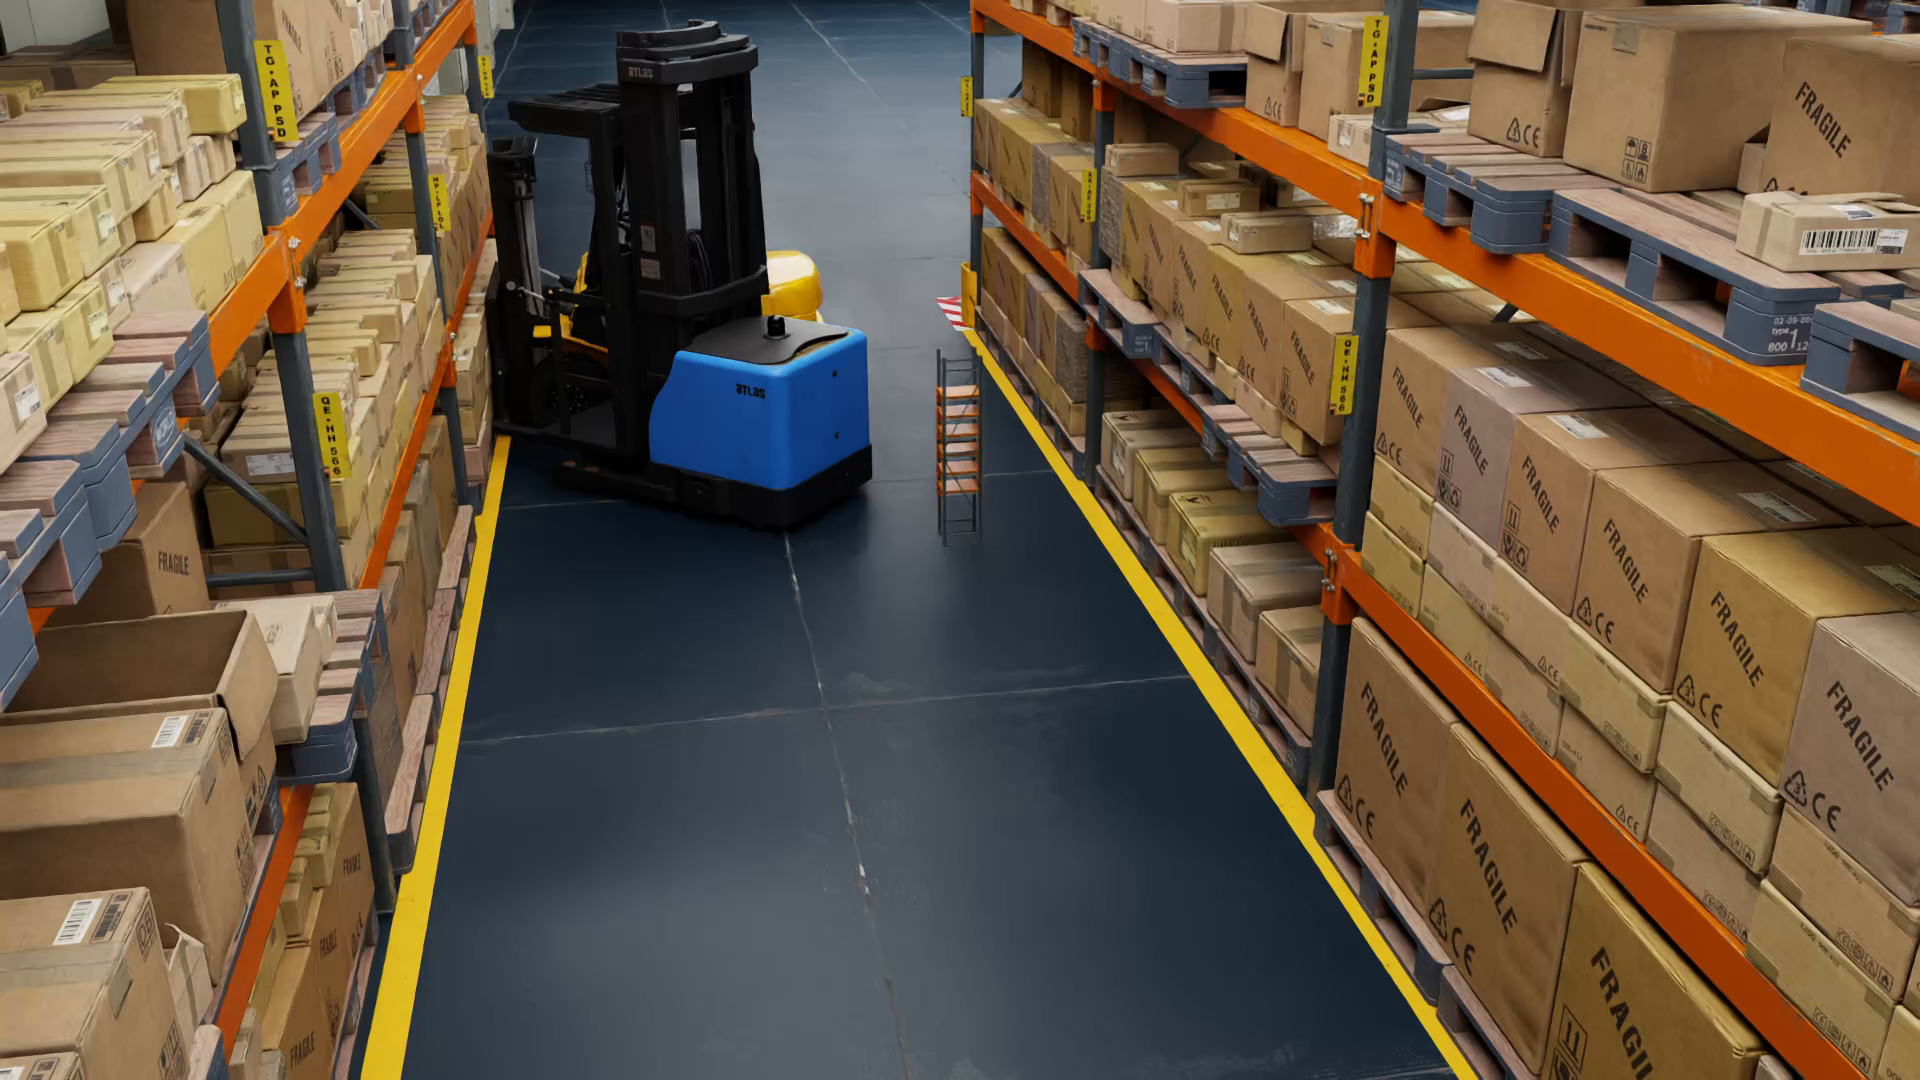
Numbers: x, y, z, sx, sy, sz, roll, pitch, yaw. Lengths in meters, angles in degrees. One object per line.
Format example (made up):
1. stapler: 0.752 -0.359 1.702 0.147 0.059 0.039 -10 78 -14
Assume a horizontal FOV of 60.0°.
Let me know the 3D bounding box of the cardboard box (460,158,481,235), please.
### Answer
1. cardboard box: -3.753 -2.450 11.987 0.500 0.500 0.500 -5 24 -11

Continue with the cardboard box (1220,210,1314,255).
1. cardboard box: 1.493 -1.501 8.108 0.380 0.149 0.250 -5 24 -12

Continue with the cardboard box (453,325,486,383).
1. cardboard box: -3.410 -1.217 10.951 0.500 0.250 0.500 -4 24 -10

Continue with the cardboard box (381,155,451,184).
1. cardboard box: -3.452 -2.343 10.559 0.380 0.149 0.250 -4 24 -9

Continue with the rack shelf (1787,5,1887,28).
1. rack shelf: 5.809 -4.018 12.852 1.077 0.370 4.000 -4 24 -10

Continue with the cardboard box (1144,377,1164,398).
1. cardboard box: 1.489 -1.308 11.471 0.500 0.500 0.500 -3 24 -7

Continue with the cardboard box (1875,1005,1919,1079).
1. cardboard box: 2.481 1.278 3.764 0.500 0.250 0.500 -5 24 -11

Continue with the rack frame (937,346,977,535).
1. rack frame: -0.020 -0.592 10.105 0.240 1.200 0.006 -4 24 -10

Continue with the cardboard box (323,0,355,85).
1. cardboard box: -2.888 -2.200 7.017 0.500 0.500 0.500 -4 24 -8

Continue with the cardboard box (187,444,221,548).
1. cardboard box: -3.161 -0.154 6.418 0.500 0.250 0.500 -4 24 -9

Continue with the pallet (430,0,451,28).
1. pallet: -3.950 -3.558 11.011 1.003 0.211 1.213 -4 24 -10

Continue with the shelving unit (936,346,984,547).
1. shelving unit: -0.003 -0.556 10.023 0.258 1.200 0.189 -4 24 -10

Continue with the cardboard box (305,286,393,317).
1. cardboard box: -2.998 -1.136 8.168 0.380 0.149 0.250 -4 24 -9

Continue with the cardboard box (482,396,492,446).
1. cardboard box: -3.418 -0.757 11.146 0.500 0.250 0.500 -5 24 -11

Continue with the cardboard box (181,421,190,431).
1. cardboard box: -3.222 -0.389 6.457 0.380 0.149 0.250 -4 24 -8

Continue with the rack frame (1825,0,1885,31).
1. rack frame: 6.179 -2.186 11.508 1.000 3.000 0.127 -4 24 -10

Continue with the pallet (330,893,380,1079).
1. pallet: -2.704 1.737 6.010 1.003 0.211 1.213 -4 24 -10

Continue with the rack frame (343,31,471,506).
1. rack frame: -3.545 -1.411 9.733 1.000 3.000 0.127 -4 24 -10

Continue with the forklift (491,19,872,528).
1. forklift: -2.115 -1.831 10.781 3.031 2.935 1.130 13 27 27

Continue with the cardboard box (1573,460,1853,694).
1. cardboard box: 2.195 0.099 4.901 0.500 0.500 0.500 -4 24 -9

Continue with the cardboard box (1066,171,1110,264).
1. cardboard box: 1.006 -2.119 10.856 0.500 0.500 0.500 -5 24 -11

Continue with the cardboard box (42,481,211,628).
1. cardboard box: -2.863 0.138 5.537 0.500 0.500 0.500 -3 24 -7

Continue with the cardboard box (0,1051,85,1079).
1. cardboard box: -1.935 1.290 2.898 0.700 0.500 0.500 -4 24 -8

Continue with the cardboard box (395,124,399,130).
1. cardboard box: -4.354 -3.108 12.311 0.380 0.149 0.250 -4 24 -9

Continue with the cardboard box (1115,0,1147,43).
1. cardboard box: 1.142 -2.819 8.873 0.500 0.250 0.500 -5 24 -10

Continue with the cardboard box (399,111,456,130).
1. cardboard box: -3.887 -3.040 12.155 0.380 0.149 0.250 -4 24 -9

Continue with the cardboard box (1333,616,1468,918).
1. cardboard box: 2.119 0.852 6.680 0.875 0.875 0.875 -5 24 -10

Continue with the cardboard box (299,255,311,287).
1. cardboard box: -3.647 -1.392 8.755 0.380 0.149 0.250 -4 24 -10

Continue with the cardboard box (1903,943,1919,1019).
1. cardboard box: 2.492 1.051 3.659 0.500 0.250 0.500 -4 24 -10

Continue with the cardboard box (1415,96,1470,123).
1. cardboard box: 2.134 -1.757 6.944 0.396 0.266 0.258 -4 24 -10

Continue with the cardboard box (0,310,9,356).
1. cardboard box: -1.888 -0.350 2.849 0.380 0.149 0.250 -5 24 -11

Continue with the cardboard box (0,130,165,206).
1. cardboard box: -2.260 -0.938 4.220 0.380 0.149 0.250 -5 24 -11

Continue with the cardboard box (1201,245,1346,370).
1. cardboard box: 1.514 -1.140 8.092 0.500 0.500 0.500 -6 24 -13

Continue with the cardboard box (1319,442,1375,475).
1. cardboard box: 1.781 -0.395 7.197 0.380 0.149 0.250 -3 24 -8

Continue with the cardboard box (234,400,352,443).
1. cardboard box: -2.625 -0.433 6.558 0.380 0.149 0.250 -4 24 -9

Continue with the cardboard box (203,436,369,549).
1. cardboard box: -2.622 -0.193 6.506 0.500 0.250 0.500 -4 24 -10

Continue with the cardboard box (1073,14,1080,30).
1. cardboard box: 0.943 -3.346 10.729 0.380 0.149 0.250 -4 24 -9

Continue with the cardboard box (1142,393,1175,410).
1. cardboard box: 1.489 -0.964 11.621 0.500 0.250 0.500 -5 24 -12

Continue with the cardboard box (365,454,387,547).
1. cardboard box: -2.735 -0.160 7.056 0.500 0.250 0.500 -5 24 -11

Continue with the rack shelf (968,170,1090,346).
1. rack shelf: 0.963 -2.237 12.523 1.077 0.370 4.000 -4 24 -10

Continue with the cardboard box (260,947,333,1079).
1. cardboard box: -2.334 1.669 5.279 0.500 0.500 0.500 -3 24 -7

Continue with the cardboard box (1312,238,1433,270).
1. cardboard box: 2.009 -1.188 8.202 0.500 0.500 0.500 -4 24 -9

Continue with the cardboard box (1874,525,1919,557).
1. cardboard box: 2.802 0.273 4.503 0.500 0.500 0.500 -5 24 -11

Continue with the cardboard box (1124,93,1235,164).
1. cardboard box: 1.465 -2.609 10.731 0.700 0.500 0.500 -5 24 -10

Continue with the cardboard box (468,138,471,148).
1. cardboard box: -3.881 -3.007 12.452 0.380 0.149 0.250 -4 24 -9

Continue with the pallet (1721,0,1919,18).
1. pallet: 6.038 -3.843 11.664 1.003 0.211 1.213 -4 24 -10

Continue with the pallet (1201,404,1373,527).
1. pallet: 1.836 -0.391 7.638 1.213 0.211 1.003 -4 24 -10

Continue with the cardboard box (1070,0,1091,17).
1. cardboard box: 0.986 -3.377 10.301 0.500 0.250 0.500 -5 24 -10

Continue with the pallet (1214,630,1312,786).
1. pallet: 1.929 0.764 8.238 1.003 0.211 1.213 -4 24 -10

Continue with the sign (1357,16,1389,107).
1. sign: 1.539 -1.779 6.181 0.100 0.325 0.005 -4 24 -10

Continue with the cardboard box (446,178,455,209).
1. cardboard box: -3.443 -2.204 10.613 0.380 0.149 0.250 -4 24 -9

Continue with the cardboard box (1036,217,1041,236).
1. cardboard box: 0.765 -2.271 12.016 0.380 0.149 0.250 -5 24 -11

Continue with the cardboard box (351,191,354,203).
1. cardboard box: -4.018 -2.266 10.755 0.380 0.149 0.250 -4 24 -8

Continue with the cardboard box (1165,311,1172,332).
1. cardboard box: 1.340 -1.210 9.062 0.380 0.149 0.250 -4 24 -9

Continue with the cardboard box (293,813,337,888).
1. cardboard box: -2.384 1.099 5.775 0.380 0.149 0.250 -6 24 -12
